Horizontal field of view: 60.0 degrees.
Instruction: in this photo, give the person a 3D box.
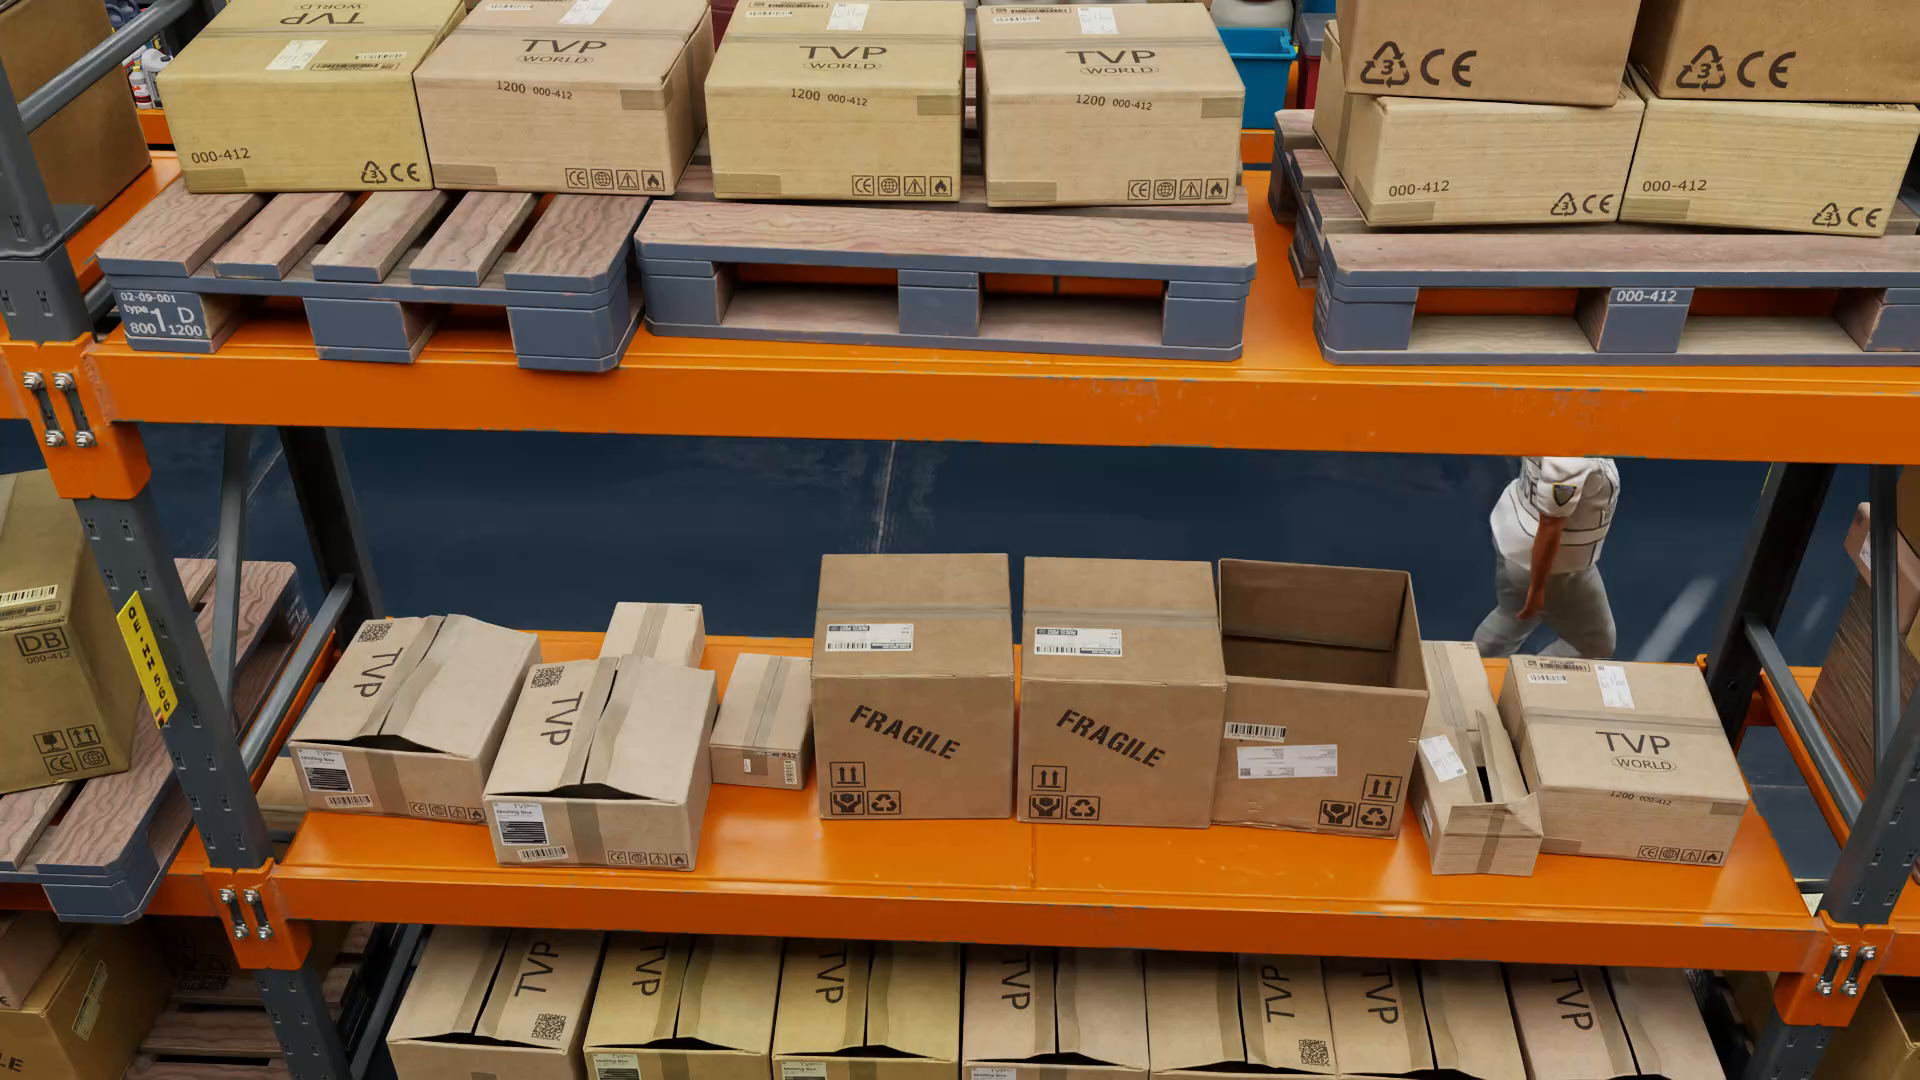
[{"bbox_3d":[2.167,0.051,6.060,0.470,1.694,0.513,2,36,3],"label":"person"}]
